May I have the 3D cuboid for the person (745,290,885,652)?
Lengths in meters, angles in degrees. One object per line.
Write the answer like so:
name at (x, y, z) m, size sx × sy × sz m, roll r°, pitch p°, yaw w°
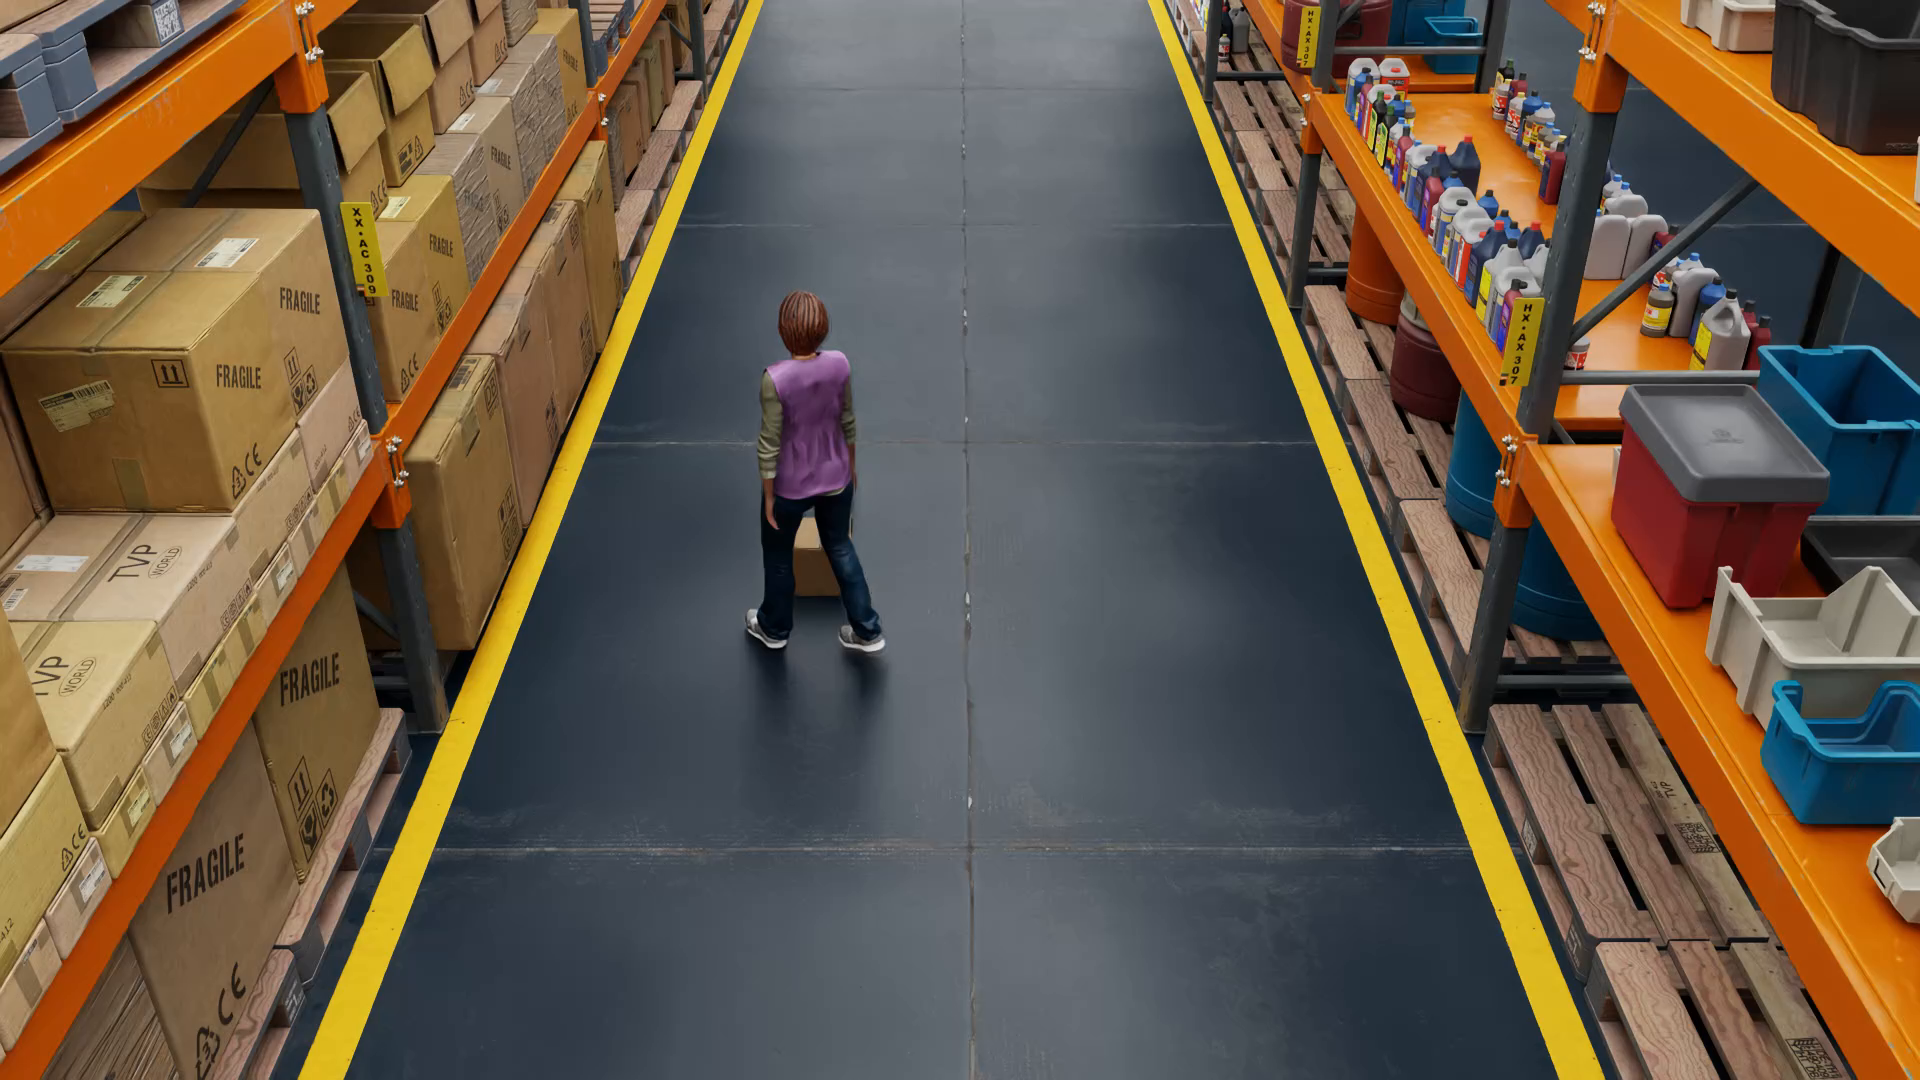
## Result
person at (-0.603, -0.237, 6.508) m, size 0.437 × 1.583 × 0.593 m, roll -16°, pitch 35°, yaw -24°
